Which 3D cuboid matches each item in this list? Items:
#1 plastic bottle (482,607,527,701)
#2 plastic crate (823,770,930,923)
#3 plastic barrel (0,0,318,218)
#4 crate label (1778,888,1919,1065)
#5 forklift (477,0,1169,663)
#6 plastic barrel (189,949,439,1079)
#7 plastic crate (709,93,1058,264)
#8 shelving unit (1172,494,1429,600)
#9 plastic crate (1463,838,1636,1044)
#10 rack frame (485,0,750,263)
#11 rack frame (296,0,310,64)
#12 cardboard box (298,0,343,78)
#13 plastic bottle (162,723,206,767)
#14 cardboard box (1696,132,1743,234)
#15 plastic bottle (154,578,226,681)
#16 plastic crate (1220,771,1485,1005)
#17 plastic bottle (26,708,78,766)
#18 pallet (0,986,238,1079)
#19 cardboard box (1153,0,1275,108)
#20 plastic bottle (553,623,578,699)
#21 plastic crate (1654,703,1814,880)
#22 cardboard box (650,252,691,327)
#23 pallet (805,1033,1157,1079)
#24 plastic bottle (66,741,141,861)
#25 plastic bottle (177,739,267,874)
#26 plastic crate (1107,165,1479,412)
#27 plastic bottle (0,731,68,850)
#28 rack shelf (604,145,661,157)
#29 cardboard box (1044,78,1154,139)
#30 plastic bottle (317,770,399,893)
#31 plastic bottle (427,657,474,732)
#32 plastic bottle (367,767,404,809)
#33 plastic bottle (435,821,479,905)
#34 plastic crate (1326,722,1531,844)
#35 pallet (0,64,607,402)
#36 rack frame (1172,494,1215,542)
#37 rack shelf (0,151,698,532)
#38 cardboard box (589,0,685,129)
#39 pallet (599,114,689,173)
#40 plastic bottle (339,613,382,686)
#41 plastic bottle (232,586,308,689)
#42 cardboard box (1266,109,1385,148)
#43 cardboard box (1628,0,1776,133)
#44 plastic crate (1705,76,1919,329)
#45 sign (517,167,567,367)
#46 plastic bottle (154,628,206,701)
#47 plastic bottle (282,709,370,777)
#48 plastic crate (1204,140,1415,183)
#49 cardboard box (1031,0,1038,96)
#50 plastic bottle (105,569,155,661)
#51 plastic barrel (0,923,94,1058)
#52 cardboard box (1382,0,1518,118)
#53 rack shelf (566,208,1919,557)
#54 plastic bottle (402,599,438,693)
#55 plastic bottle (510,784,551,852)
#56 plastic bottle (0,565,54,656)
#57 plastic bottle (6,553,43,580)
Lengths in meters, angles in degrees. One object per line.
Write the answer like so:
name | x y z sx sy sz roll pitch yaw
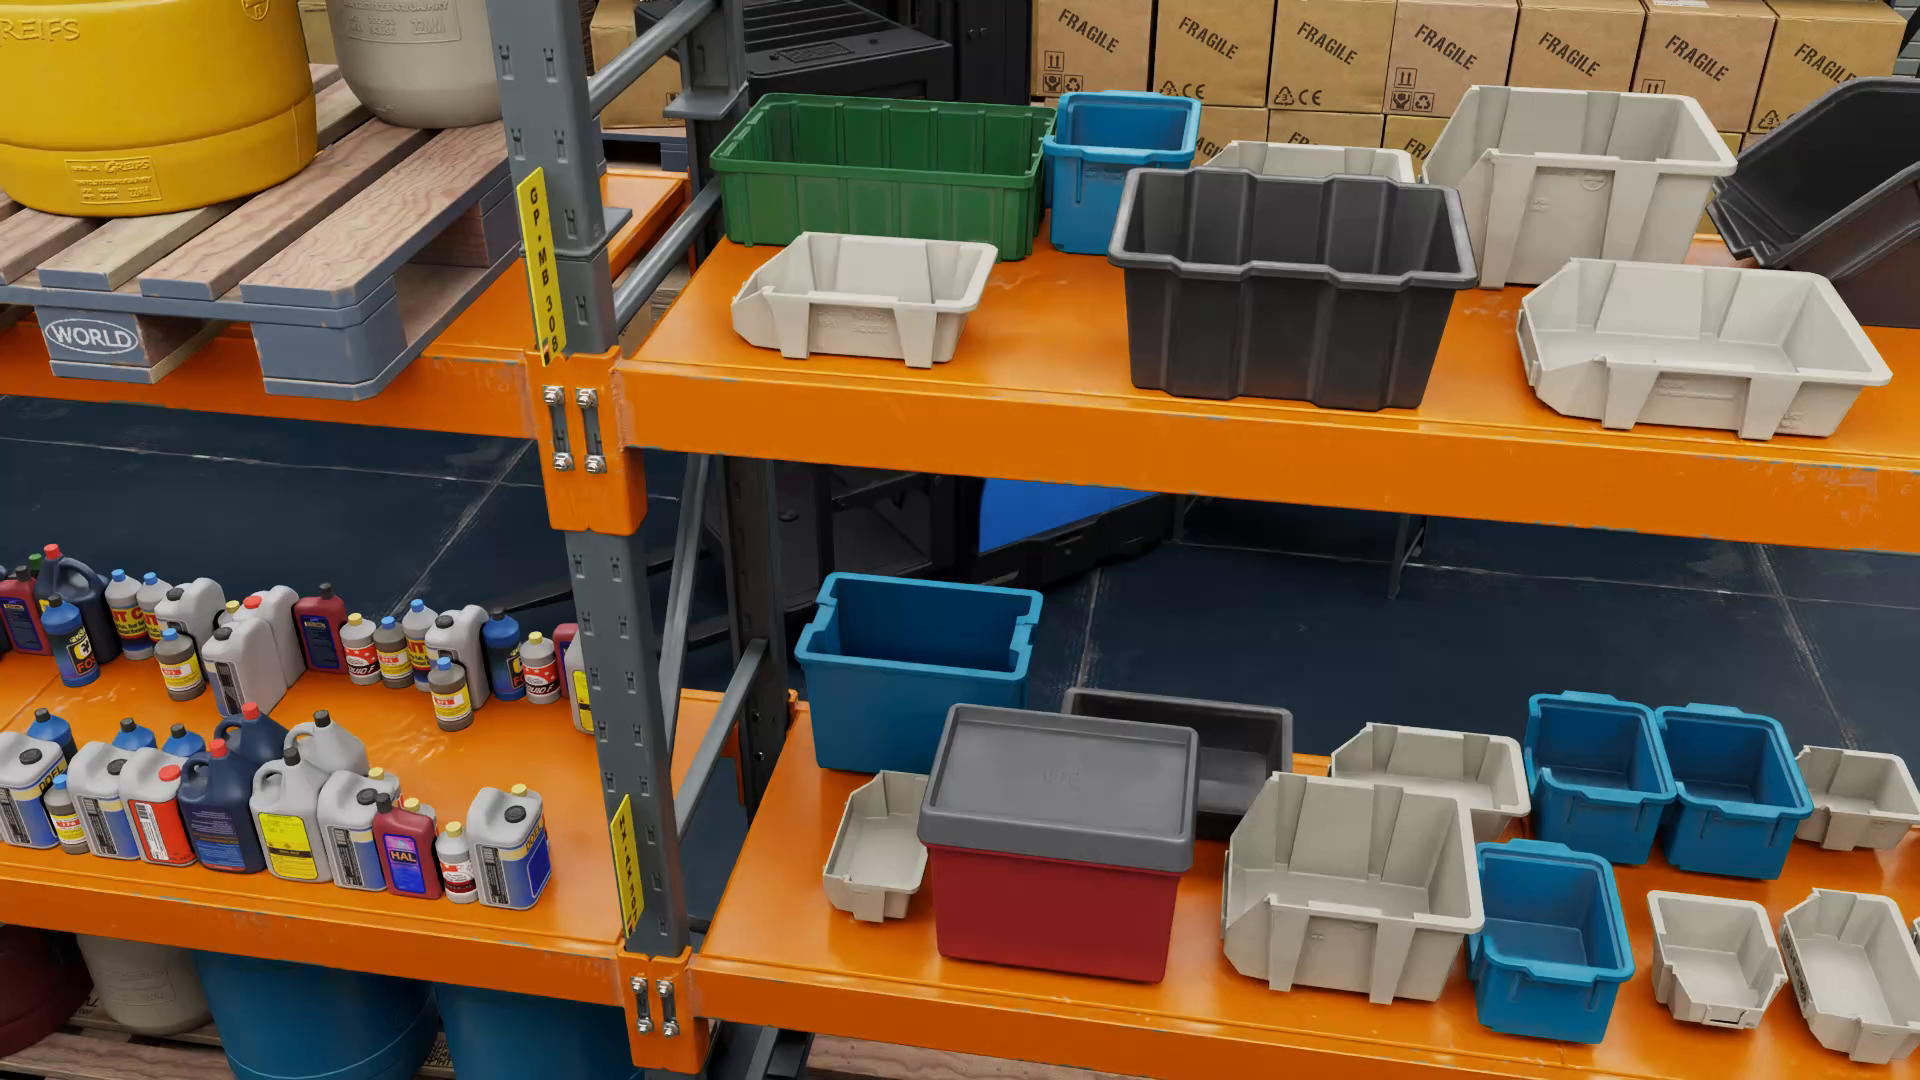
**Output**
plastic bottle | -1.248 0.305 4.557 0.097 0.271 0.097 0 32 0
plastic crate | -0.179 0.730 3.948 0.243 0.136 0.396 5 32 8
plastic barrel | -1.548 -0.977 3.083 0.600 0.588 0.600 0 32 0
crate label | 1.933 0.947 3.601 0.243 0.136 0.396 5 32 8
forklift | -0.571 -1.028 6.629 3.031 2.935 1.130 -18 36 -26
plastic barrel | -1.845 1.118 4.718 0.708 0.901 0.600 5 32 8
plastic crate | -0.145 -0.774 3.532 0.662 0.188 0.450 5 32 8
shelving unit | 1.569 -0.619 7.325 1.048 1.500 0.538 16 35 24
plastic crate | 1.262 0.881 3.617 0.300 0.233 0.416 5 32 8
rack frame | -0.614 -2.015 2.488 0.127 3.000 1.000 5 32 8
rack frame | -3.720 -2.420 8.789 0.127 3.000 1.000 5 32 8
cardboard box | -3.080 -2.643 8.655 0.500 0.500 0.700 -5 32 -8
plastic bottle | -1.911 0.572 4.131 0.097 0.271 0.097 0 32 0
cardboard box | 3.167 -1.690 7.529 0.500 0.500 0.500 5 32 9
plastic bottle | -2.147 0.236 4.662 0.135 0.276 0.152 5 32 8
plastic crate | 0.860 0.785 3.724 0.530 0.282 0.437 5 32 8
plastic bottle | -2.273 0.539 4.183 0.097 0.271 0.097 0 32 0
pallet | -2.574 1.511 5.137 1.213 0.211 1.003 5 32 8
cardboard box | 1.149 -2.294 7.551 0.500 0.500 0.500 4 32 7
plastic bottle | -1.035 0.309 4.539 0.133 0.283 0.061 5 32 8
plastic crate | 1.843 0.618 4.036 0.300 0.233 0.416 5 32 8
cardboard box | -1.292 -1.177 8.745 0.500 0.500 0.500 6 32 9
pallet | 0.117 1.755 4.747 1.213 0.211 1.003 5 32 8
plastic bottle | -2.047 0.624 4.042 0.135 0.276 0.152 5 32 8
plastic bottle | -1.757 0.621 3.977 0.185 0.351 0.144 5 32 8
plastic crate | 0.564 -0.434 2.912 0.590 0.269 0.497 5 32 8
plastic bottle | -2.275 0.604 4.075 0.135 0.276 0.152 5 32 8
rack shelf | -1.748 -1.936 8.694 4.000 0.370 1.077 5 32 8
cardboard box | 0.680 -1.917 7.891 0.500 0.500 0.500 6 33 9
plastic bottle | -1.417 0.681 3.951 0.135 0.276 0.152 5 32 8
plastic bottle | -1.369 0.405 4.462 0.097 0.201 0.097 0 32 0
plastic bottle | -1.414 0.646 4.078 0.097 0.201 0.097 0 32 0
plastic bottle | -1.176 0.750 3.912 0.097 0.201 0.097 0 32 0
plastic crate | 1.153 0.612 4.137 0.466 0.136 0.293 5 32 8
pallet | -1.403 -0.683 3.364 1.003 0.211 1.213 5 32 8
rack frame | 1.122 -0.747 7.530 0.032 1.500 0.500 16 35 24
rack shelf | -2.585 -0.617 3.760 4.000 0.370 1.077 5 32 8
cardboard box | -1.529 -2.408 8.281 0.500 0.500 0.700 -3 32 -4
pallet | -1.802 -2.167 8.566 1.213 0.211 1.003 5 32 8
plastic bottle | -1.668 0.297 4.636 0.097 0.201 0.097 0 32 0
plastic bottle | -1.919 0.257 4.629 0.135 0.276 0.152 5 32 8
cardboard box | 1.678 -1.827 7.748 0.500 0.500 0.500 5 32 8
cardboard box | 3.183 -2.112 7.261 0.500 0.500 0.500 6 33 10
plastic crate | 1.869 -0.641 3.178 0.767 0.338 0.504 5 32 8
sign | -0.708 -0.460 2.822 0.005 0.325 0.100 5 32 8
plastic bottle | -2.150 0.335 4.575 0.097 0.201 0.097 0 32 0
plastic bottle | -1.551 0.562 4.071 0.185 0.351 0.144 5 32 8
plastic crate | 0.704 -0.718 3.491 0.466 0.136 0.293 5 32 8
cardboard box | 0.390 -3.911 12.801 0.750 0.750 0.750 6 32 9
plastic bottle | -2.353 0.205 4.717 0.097 0.271 0.097 0 32 0
plastic barrel | -2.959 1.150 4.962 0.708 0.588 0.600 5 32 8
cardboard box | 2.165 -2.202 7.404 0.500 0.500 0.500 6 33 10
rack shelf | 1.358 -0.260 3.190 4.000 0.370 1.077 5 32 8
plastic bottle | -1.476 0.284 4.590 0.097 0.271 0.097 0 32 0
plastic bottle | -1.054 0.679 4.026 0.097 0.201 0.097 0 32 0
plastic bottle | -2.656 0.195 4.721 0.133 0.283 0.061 5 32 8
plastic bottle | -2.646 0.163 4.772 0.133 0.283 0.061 5 32 8
